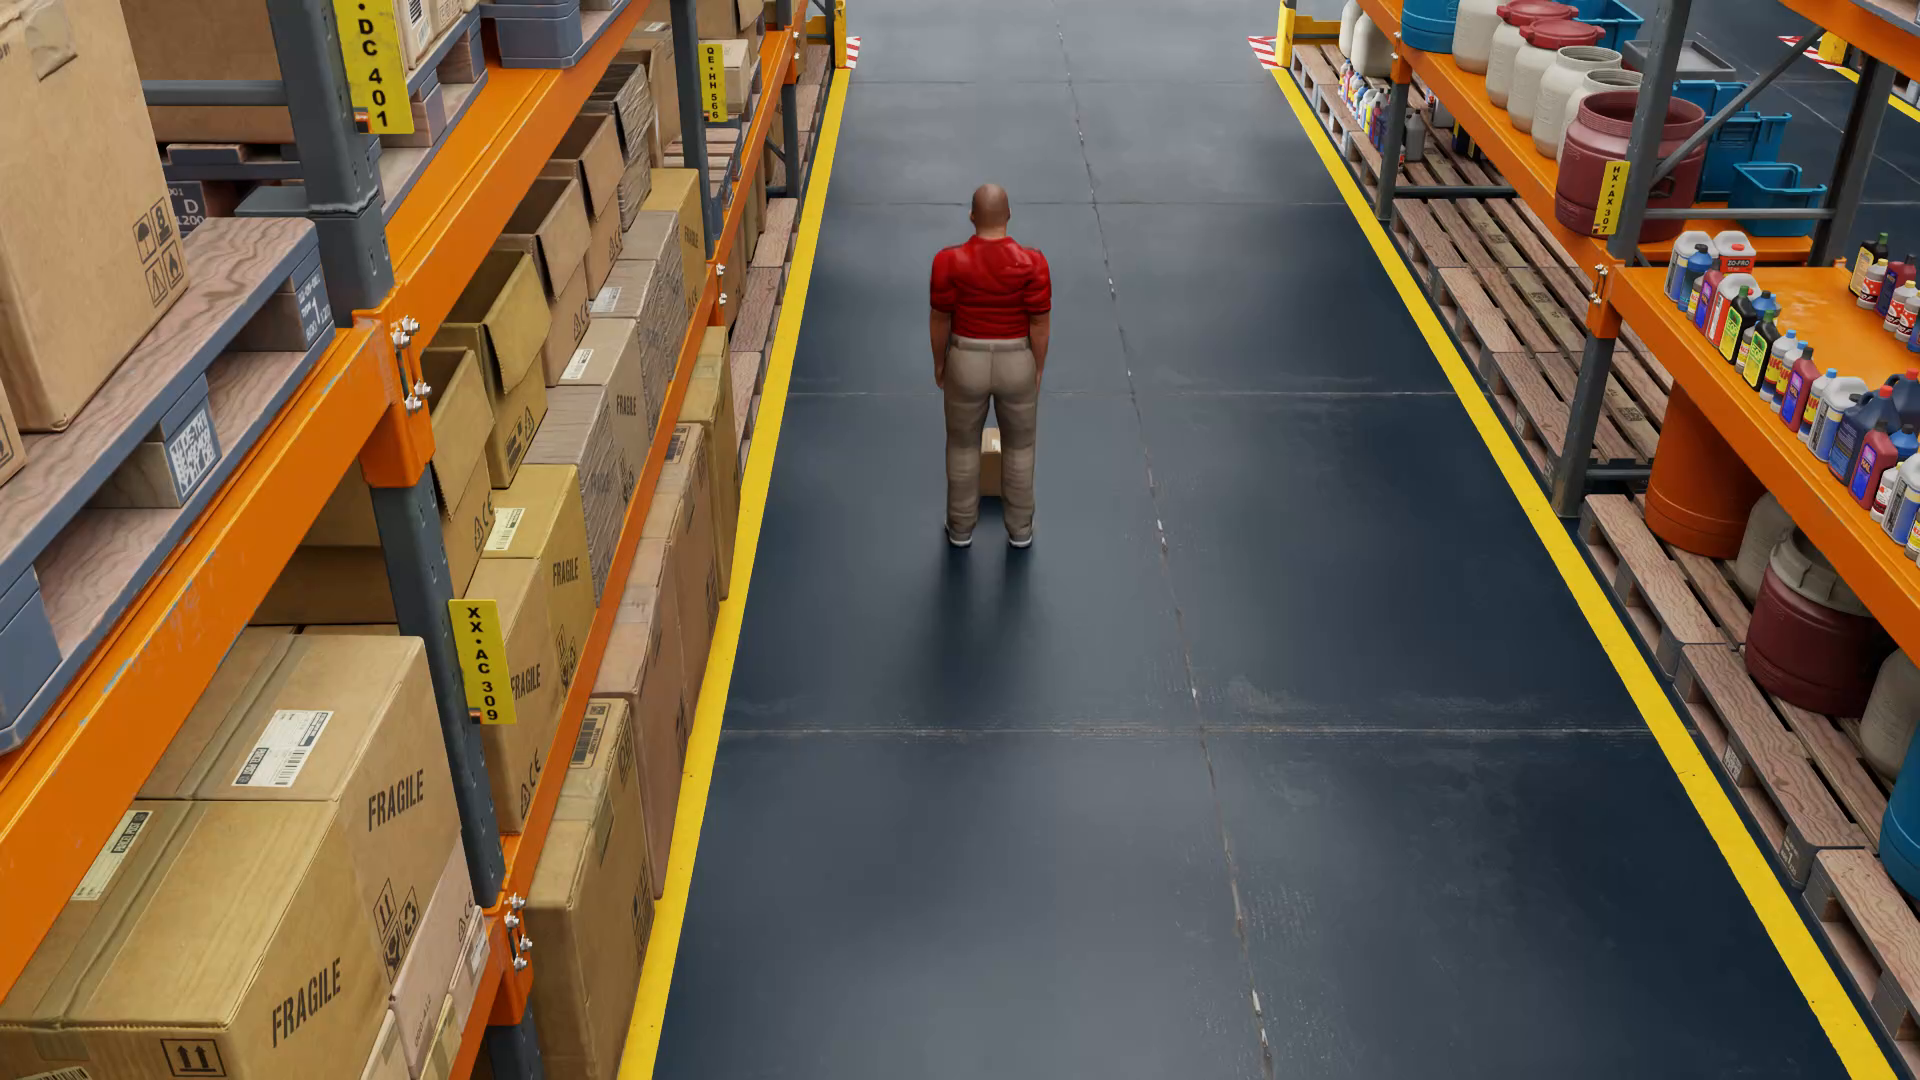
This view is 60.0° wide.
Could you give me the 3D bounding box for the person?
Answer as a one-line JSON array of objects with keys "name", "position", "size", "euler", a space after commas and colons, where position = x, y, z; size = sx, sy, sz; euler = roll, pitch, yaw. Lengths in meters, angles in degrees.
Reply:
[{"name": "person", "position": [0.130, -0.765, 7.406], "size": [0.529, 1.730, 0.370], "euler": [0, 31, 1]}]
